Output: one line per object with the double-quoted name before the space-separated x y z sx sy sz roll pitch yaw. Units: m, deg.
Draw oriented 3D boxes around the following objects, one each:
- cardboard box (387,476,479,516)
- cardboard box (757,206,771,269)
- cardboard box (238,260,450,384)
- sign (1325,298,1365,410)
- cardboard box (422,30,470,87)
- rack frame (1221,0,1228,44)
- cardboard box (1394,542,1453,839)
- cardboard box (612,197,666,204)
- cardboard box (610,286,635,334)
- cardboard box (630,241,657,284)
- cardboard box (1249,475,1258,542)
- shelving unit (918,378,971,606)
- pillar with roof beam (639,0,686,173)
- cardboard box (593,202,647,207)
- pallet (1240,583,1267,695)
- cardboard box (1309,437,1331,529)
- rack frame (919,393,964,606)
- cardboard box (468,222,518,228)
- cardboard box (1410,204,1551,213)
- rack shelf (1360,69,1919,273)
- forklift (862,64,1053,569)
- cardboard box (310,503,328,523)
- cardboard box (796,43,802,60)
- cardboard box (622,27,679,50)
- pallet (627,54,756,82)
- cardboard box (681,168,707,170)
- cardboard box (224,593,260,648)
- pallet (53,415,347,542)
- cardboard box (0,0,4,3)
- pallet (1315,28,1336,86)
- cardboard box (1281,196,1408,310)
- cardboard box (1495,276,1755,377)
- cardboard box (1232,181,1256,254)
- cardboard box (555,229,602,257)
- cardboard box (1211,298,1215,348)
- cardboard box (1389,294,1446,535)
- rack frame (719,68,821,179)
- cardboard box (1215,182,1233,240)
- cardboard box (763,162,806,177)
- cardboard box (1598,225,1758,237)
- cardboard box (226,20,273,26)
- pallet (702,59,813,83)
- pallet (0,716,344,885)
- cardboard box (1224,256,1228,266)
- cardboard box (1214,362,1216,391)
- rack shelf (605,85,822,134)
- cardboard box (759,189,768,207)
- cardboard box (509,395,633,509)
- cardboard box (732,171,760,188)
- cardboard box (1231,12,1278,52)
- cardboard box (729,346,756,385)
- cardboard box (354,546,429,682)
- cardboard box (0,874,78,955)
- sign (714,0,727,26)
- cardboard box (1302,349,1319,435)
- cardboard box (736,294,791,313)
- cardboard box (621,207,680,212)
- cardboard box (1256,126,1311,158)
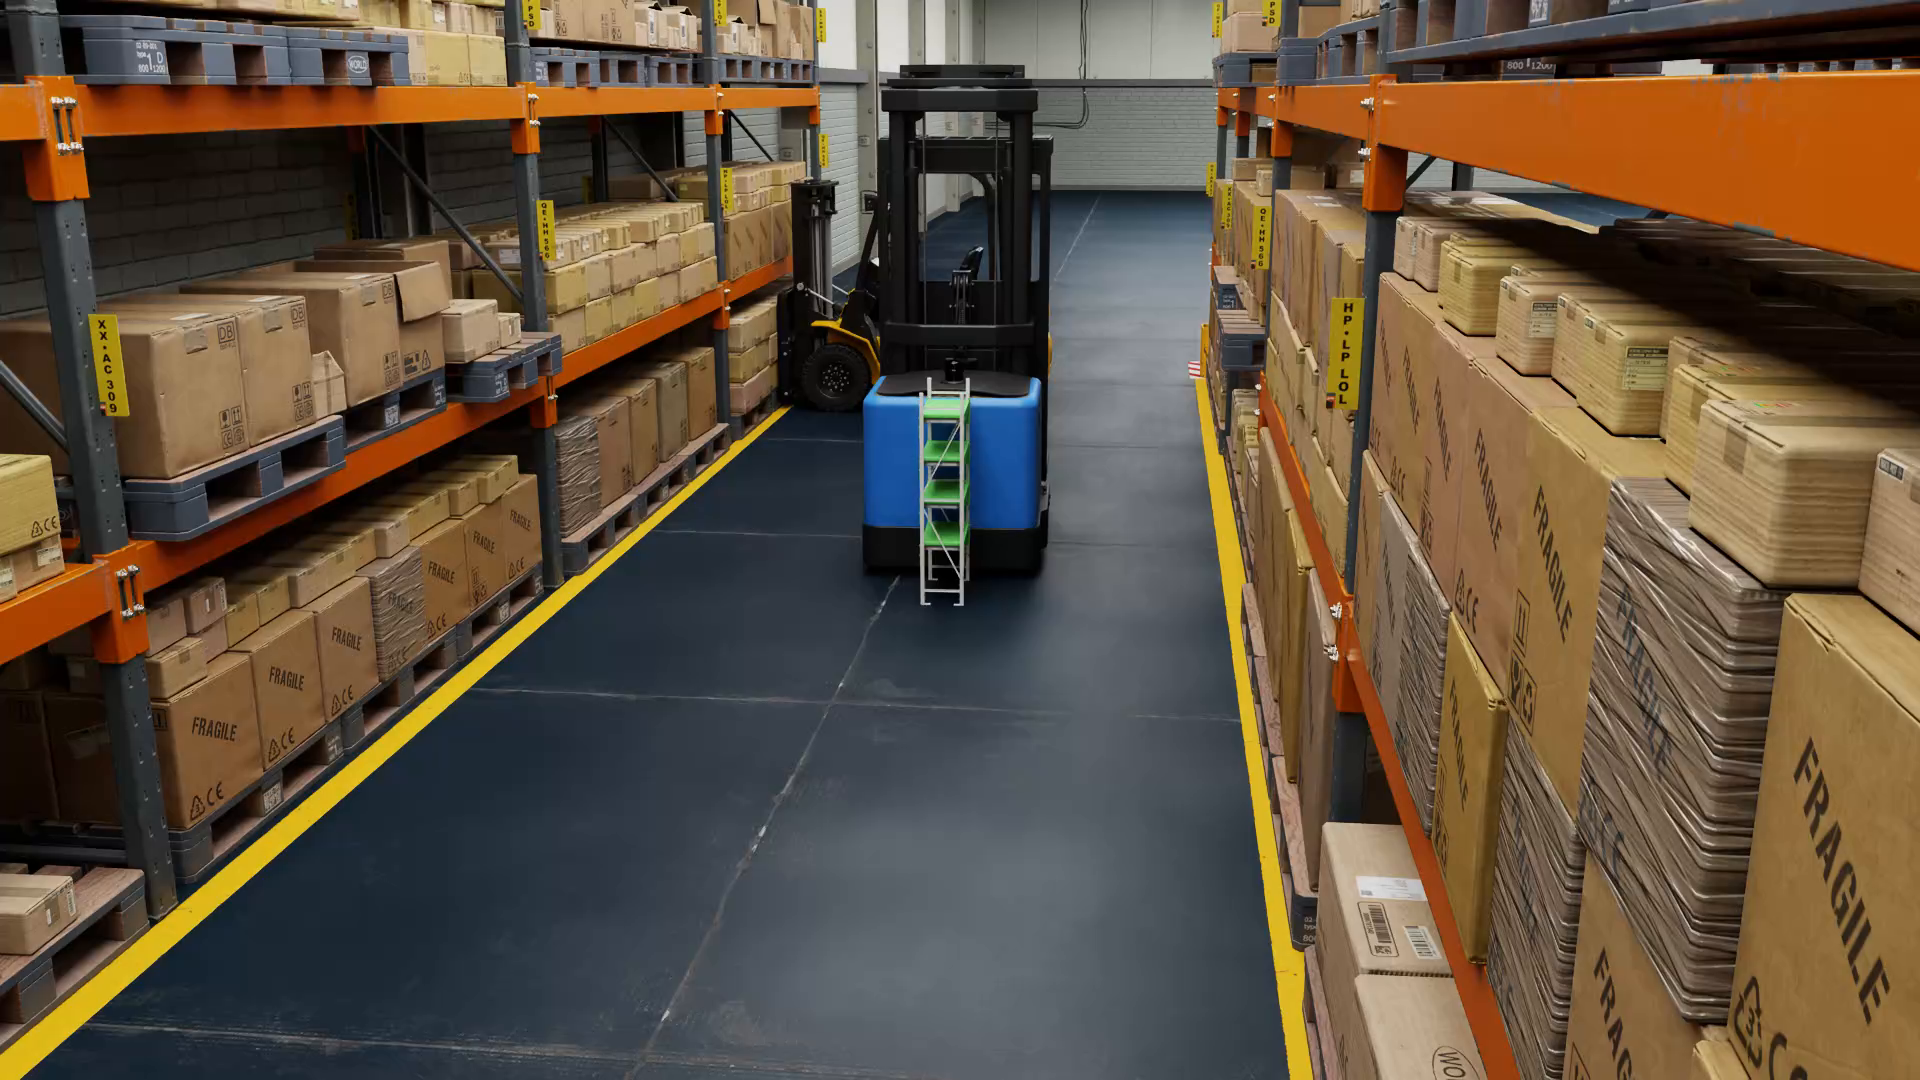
"cardboard box" -2.691 -0.226 8.492 0.380 0.149 0.250 1 15 4
"cardboard box" -1.954 -2.651 14.527 0.500 0.500 0.500 2 15 6
"cardboard box" -2.814 -1.015 7.665 0.797 0.503 0.637 1 15 5
"sign" 1.127 -0.542 4.854 0.100 0.325 0.005 2 15 6
"cardboard box" -2.686 -2.296 7.946 0.500 0.250 0.500 2 15 6
"rack frame" 3.022 -6.016 15.672 1.000 3.000 0.127 2 15 6
"cardboard box" 1.231 0.317 3.552 0.500 0.500 0.500 2 15 7
"cardboard box" -2.581 -2.681 13.395 0.380 0.149 0.250 2 15 6
"cardboard box" -2.408 -1.490 10.715 0.500 0.250 0.500 1 15 4
"cardboard box" -2.354 -1.866 11.145 0.500 0.250 0.500 2 15 7
"cardboard box" 2.193 -0.126 9.611 0.950 0.372 0.625 1 15 2
"shelving unit" -0.082 -0.278 9.393 0.258 1.200 0.503 1 15 4
"pillar with roof beam" 1.393 -5.881 15.171 9.100 9.000 0.400 2 15 6
"cardboard box" -2.615 -2.505 12.744 0.380 0.149 0.250 1 15 5
"pallet" 1.955 0.503 8.398 1.003 0.211 1.213 2 15 6
"cardboard box" 1.526 -0.192 5.911 0.500 0.250 0.500 1 15 5
"rack frame" -0.100 -0.215 9.158 0.240 1.200 0.015 1 15 4
"cardboard box" -2.959 -1.977 10.794 0.380 0.149 0.250 1 15 5
"cardboard box" 2.208 -1.173 7.146 0.500 0.500 0.500 2 15 6
"rack shelf" 1.442 -0.590 2.730 1.077 0.370 4.000 2 15 6
"forklift" 0.044 -1.578 10.881 1.130 2.935 3.031 1 15 4
"cardboard box" -3.291 -0.102 8.034 0.380 0.149 0.250 1 15 5
"cardboard box" -1.703 -4.620 15.738 0.380 0.149 0.250 1 15 5
"cardboard box" -2.185 -3.512 11.641 0.380 0.149 0.250 2 15 6
"pallet" -2.292 -3.855 13.597 1.003 0.211 1.213 2 15 6
"cardboard box" -2.364 -3.290 15.077 0.380 0.149 0.250 2 15 7
"cardboard box" -2.988 0.311 6.506 0.380 0.149 0.250 1 15 3
"pallet" -3.066 -0.265 6.262 1.003 0.211 1.213 2 15 6
"cardboard box" -3.299 -1.812 5.354 0.380 0.149 0.250 2 15 6
"pallet" 1.976 -1.944 6.719 1.003 0.211 1.213 2 15 9
"cardboard box" 1.774 -1.327 7.715 0.500 0.500 0.500 2 15 6
"cardboard box" 1.183 -0.383 2.984 0.380 0.149 0.250 2 15 6
"cardboard box" 2.176 -2.234 11.613 0.500 0.500 0.500 2 15 6
"cardboard box" -2.436 -1.831 10.253 0.380 0.149 0.250 2 15 7
"cardboard box" 2.599 -2.015 15.393 0.500 0.500 0.500 1 15 4
"cardboard box" 1.310 -0.292 3.888 0.500 0.500 0.500 1 15 6
"rack frame" -1.911 -3.266 16.993 1.000 3.000 0.127 2 15 6
"cardboard box" 2.637 -3.063 15.482 0.500 0.500 0.500 2 15 8
"cardboard box" -1.742 -3.672 16.490 0.380 0.149 0.250 2 15 6
"cardboard box" 1.811 -0.698 4.146 0.380 0.149 0.250 2 15 8
"cardboard box" -3.265 -2.342 7.354 0.380 0.149 0.250 1 15 5
"pallet" -2.016 -4.488 15.937 1.003 0.211 1.213 2 15 6
"pallet" -3.211 0.981 6.631 1.003 0.211 1.213 2 15 6
"cardboard box" 2.415 -2.318 13.968 0.380 0.149 0.250 1 15 5
"cardboard box" 2.482 -1.390 14.518 0.500 0.250 0.500 2 15 7
"rack shelf" -2.137 -3.848 14.777 1.077 0.370 4.000 2 15 6
"cardboard box" -1.892 -2.996 14.560 0.380 0.149 0.250 1 15 4
"cardboard box" -2.664 -0.578 10.799 0.875 0.625 0.625 2 15 8
"cardboard box" -1.965 -3.144 14.537 0.380 0.149 0.250 2 15 6
"cardboard box" 2.015 -3.259 10.703 0.500 0.250 0.500 2 15 6
"cardboard box" -2.001 -1.461 13.825 0.500 0.250 0.500 2 15 6
"cardboard box" -2.811 0.330 7.680 0.500 0.500 0.500 1 15 4
"cardboard box" -3.036 1.173 5.234 0.380 0.149 0.250 1 15 5
"sign" -1.822 -4.064 12.606 0.100 0.325 0.005 2 15 6
"cardboard box" 1.577 -0.563 6.327 0.500 0.250 0.500 2 15 8
"cardboard box" -1.816 -2.100 15.230 0.500 0.250 0.500 1 15 5
"cardboard box" -2.271 -2.365 12.228 0.380 0.149 0.250 2 15 6
"cardboard box" 3.181 -3.656 15.759 0.700 0.500 0.500 1 15 5
